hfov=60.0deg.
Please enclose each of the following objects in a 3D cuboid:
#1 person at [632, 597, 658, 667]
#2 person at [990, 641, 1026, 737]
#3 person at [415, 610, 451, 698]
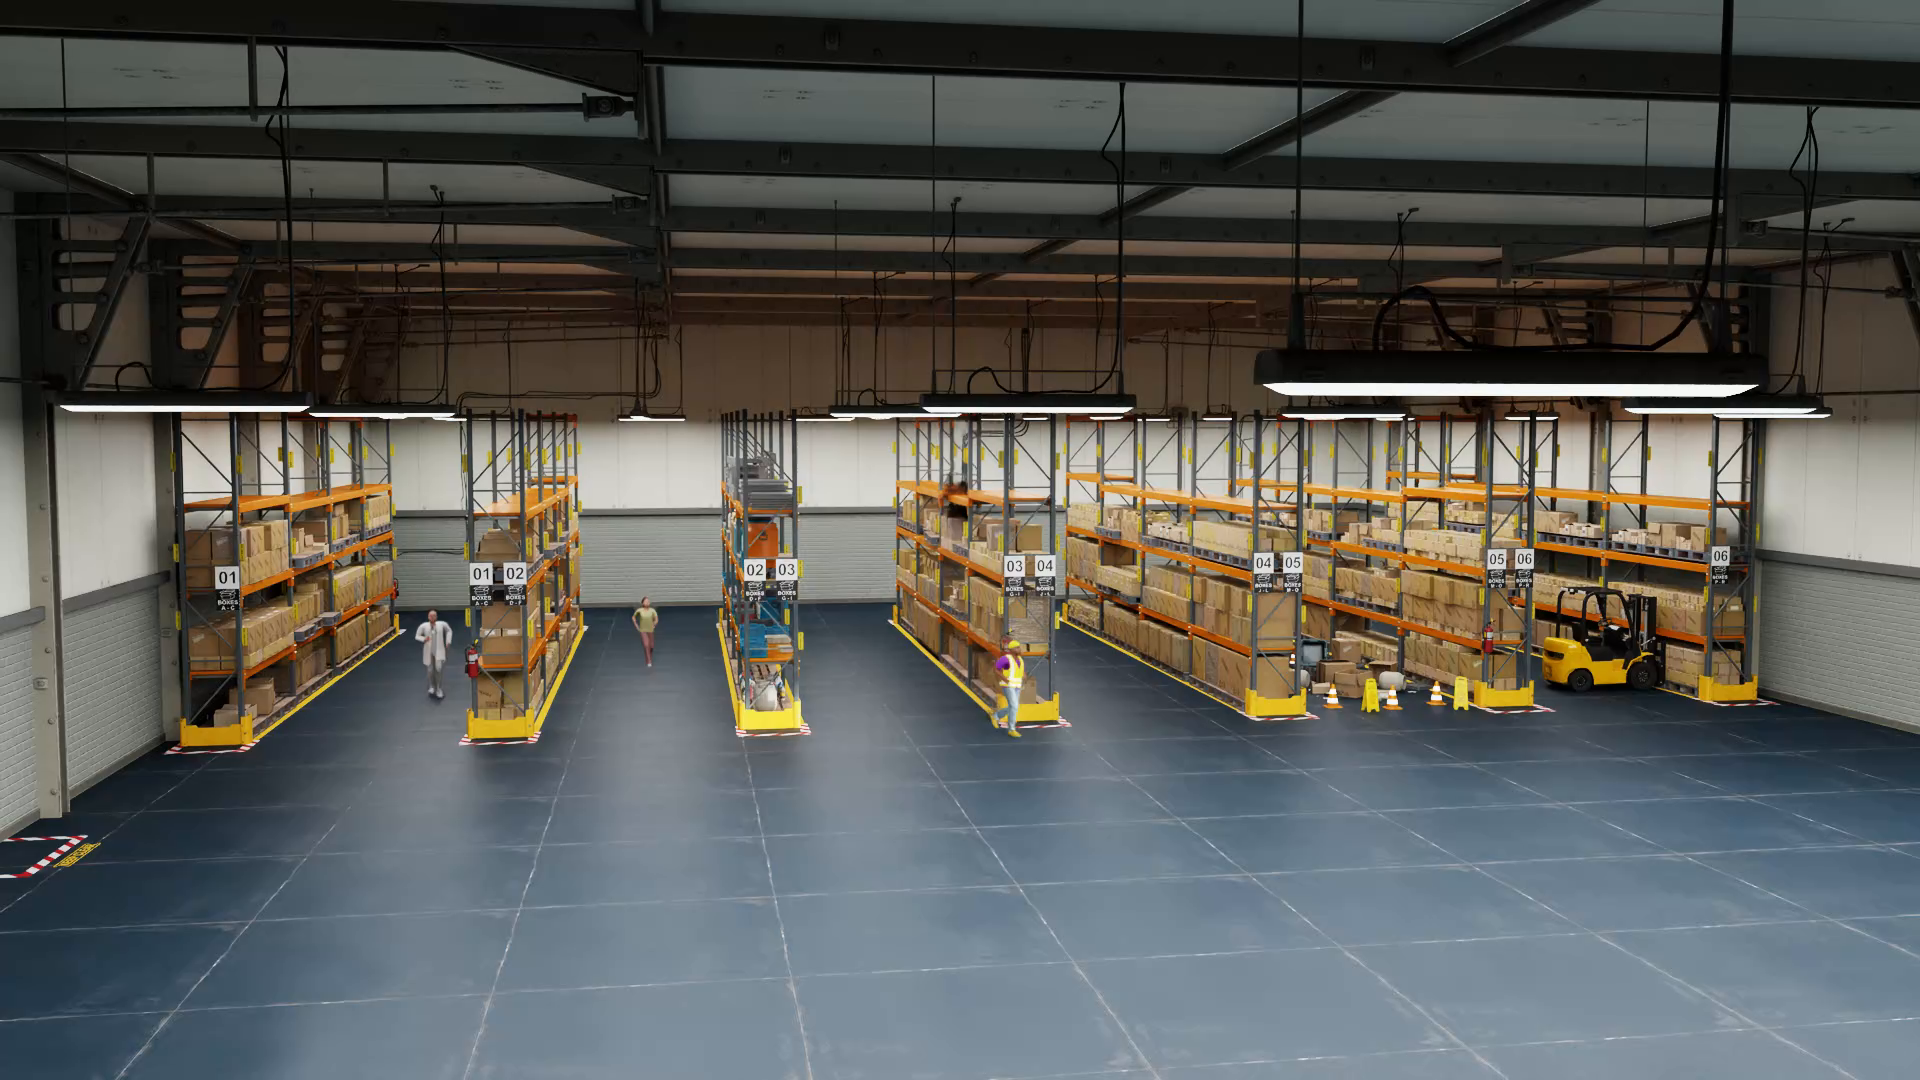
[{"bbox_3d":[-7.426,2.166,39.300,0.609,1.635,0.783,-1,4,-21],"label":"person"},{"bbox_3d":[0.932,2.726,30.806,0.803,1.732,0.745,4,6,44],"label":"person"},{"bbox_3d":[-11.071,2.403,34.960,0.709,1.856,0.840,-1,4,-13],"label":"person"}]
